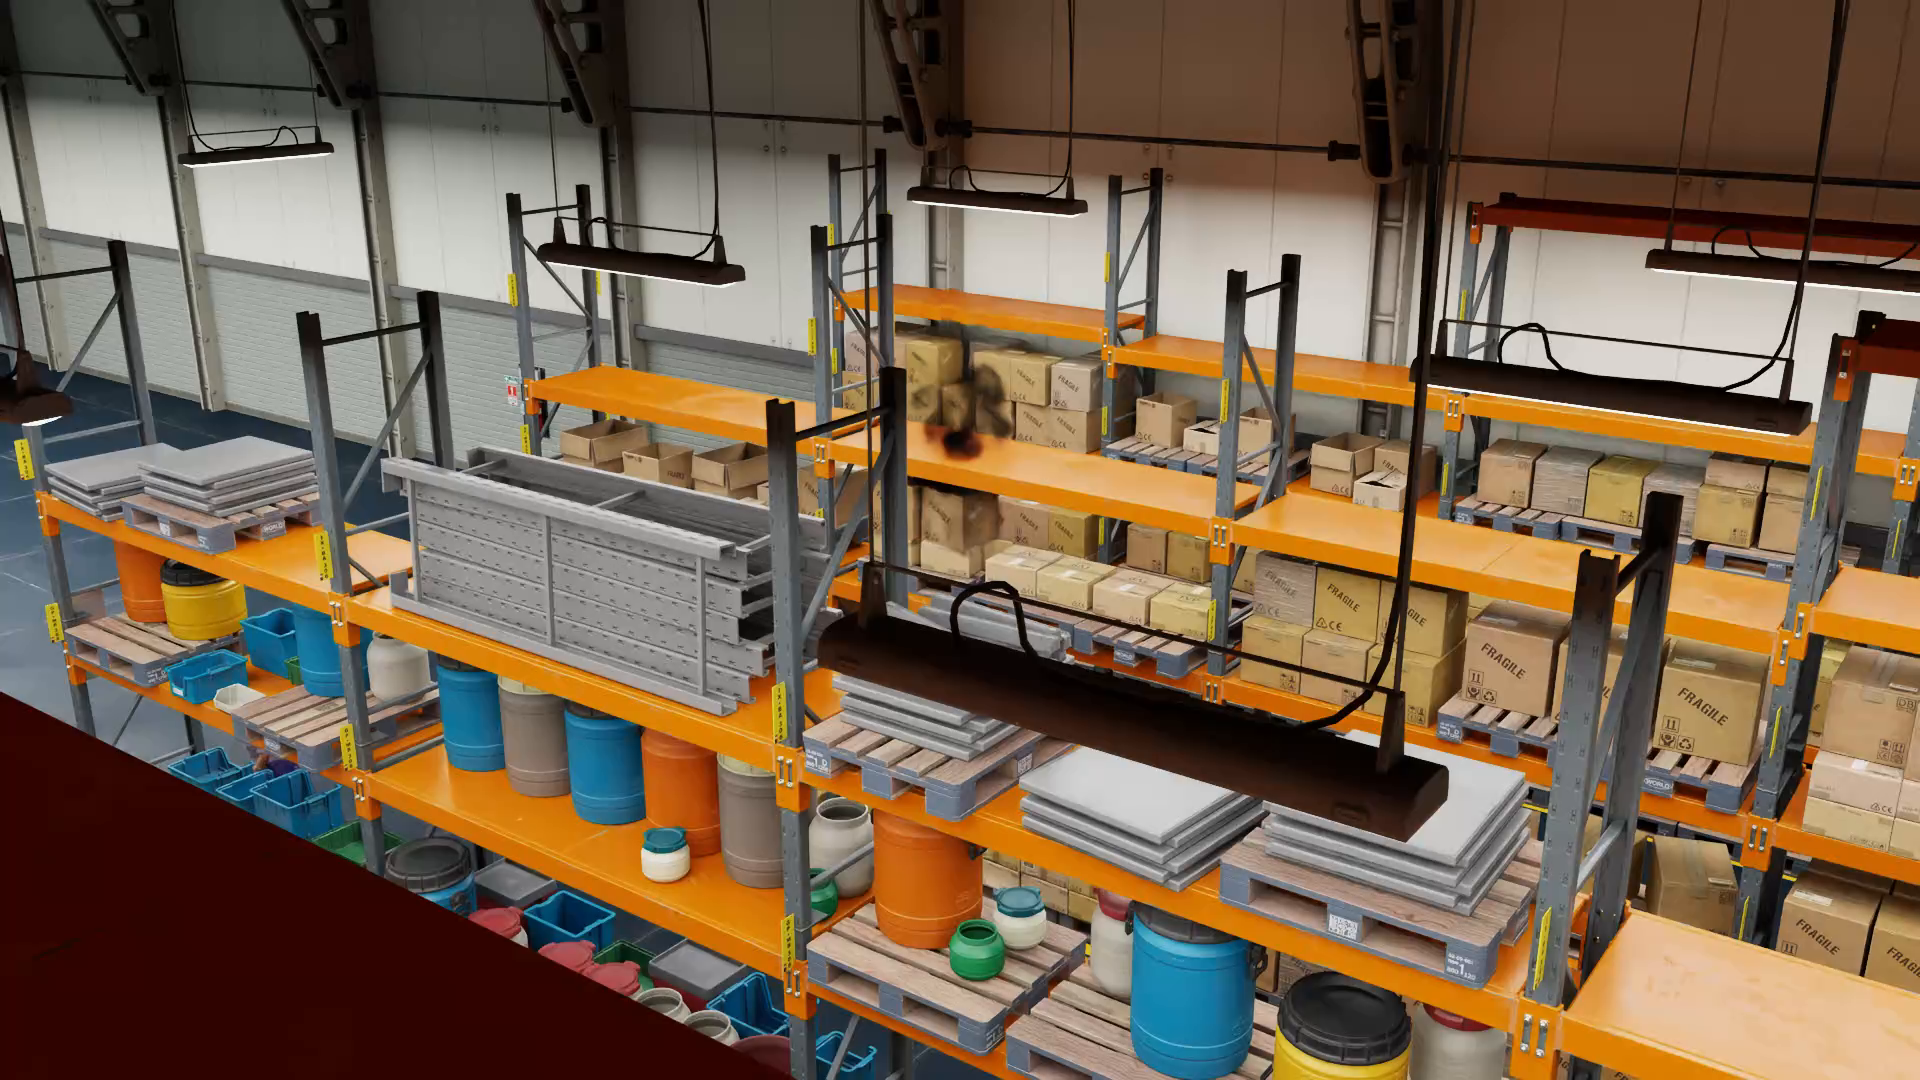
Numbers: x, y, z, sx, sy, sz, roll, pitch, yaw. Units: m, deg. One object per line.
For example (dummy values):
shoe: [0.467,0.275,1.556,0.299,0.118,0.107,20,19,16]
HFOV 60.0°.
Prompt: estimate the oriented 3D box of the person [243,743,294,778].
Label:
person: [-6.644,2.315,16.021,0.593,1.412,0.629,1,19,4]
